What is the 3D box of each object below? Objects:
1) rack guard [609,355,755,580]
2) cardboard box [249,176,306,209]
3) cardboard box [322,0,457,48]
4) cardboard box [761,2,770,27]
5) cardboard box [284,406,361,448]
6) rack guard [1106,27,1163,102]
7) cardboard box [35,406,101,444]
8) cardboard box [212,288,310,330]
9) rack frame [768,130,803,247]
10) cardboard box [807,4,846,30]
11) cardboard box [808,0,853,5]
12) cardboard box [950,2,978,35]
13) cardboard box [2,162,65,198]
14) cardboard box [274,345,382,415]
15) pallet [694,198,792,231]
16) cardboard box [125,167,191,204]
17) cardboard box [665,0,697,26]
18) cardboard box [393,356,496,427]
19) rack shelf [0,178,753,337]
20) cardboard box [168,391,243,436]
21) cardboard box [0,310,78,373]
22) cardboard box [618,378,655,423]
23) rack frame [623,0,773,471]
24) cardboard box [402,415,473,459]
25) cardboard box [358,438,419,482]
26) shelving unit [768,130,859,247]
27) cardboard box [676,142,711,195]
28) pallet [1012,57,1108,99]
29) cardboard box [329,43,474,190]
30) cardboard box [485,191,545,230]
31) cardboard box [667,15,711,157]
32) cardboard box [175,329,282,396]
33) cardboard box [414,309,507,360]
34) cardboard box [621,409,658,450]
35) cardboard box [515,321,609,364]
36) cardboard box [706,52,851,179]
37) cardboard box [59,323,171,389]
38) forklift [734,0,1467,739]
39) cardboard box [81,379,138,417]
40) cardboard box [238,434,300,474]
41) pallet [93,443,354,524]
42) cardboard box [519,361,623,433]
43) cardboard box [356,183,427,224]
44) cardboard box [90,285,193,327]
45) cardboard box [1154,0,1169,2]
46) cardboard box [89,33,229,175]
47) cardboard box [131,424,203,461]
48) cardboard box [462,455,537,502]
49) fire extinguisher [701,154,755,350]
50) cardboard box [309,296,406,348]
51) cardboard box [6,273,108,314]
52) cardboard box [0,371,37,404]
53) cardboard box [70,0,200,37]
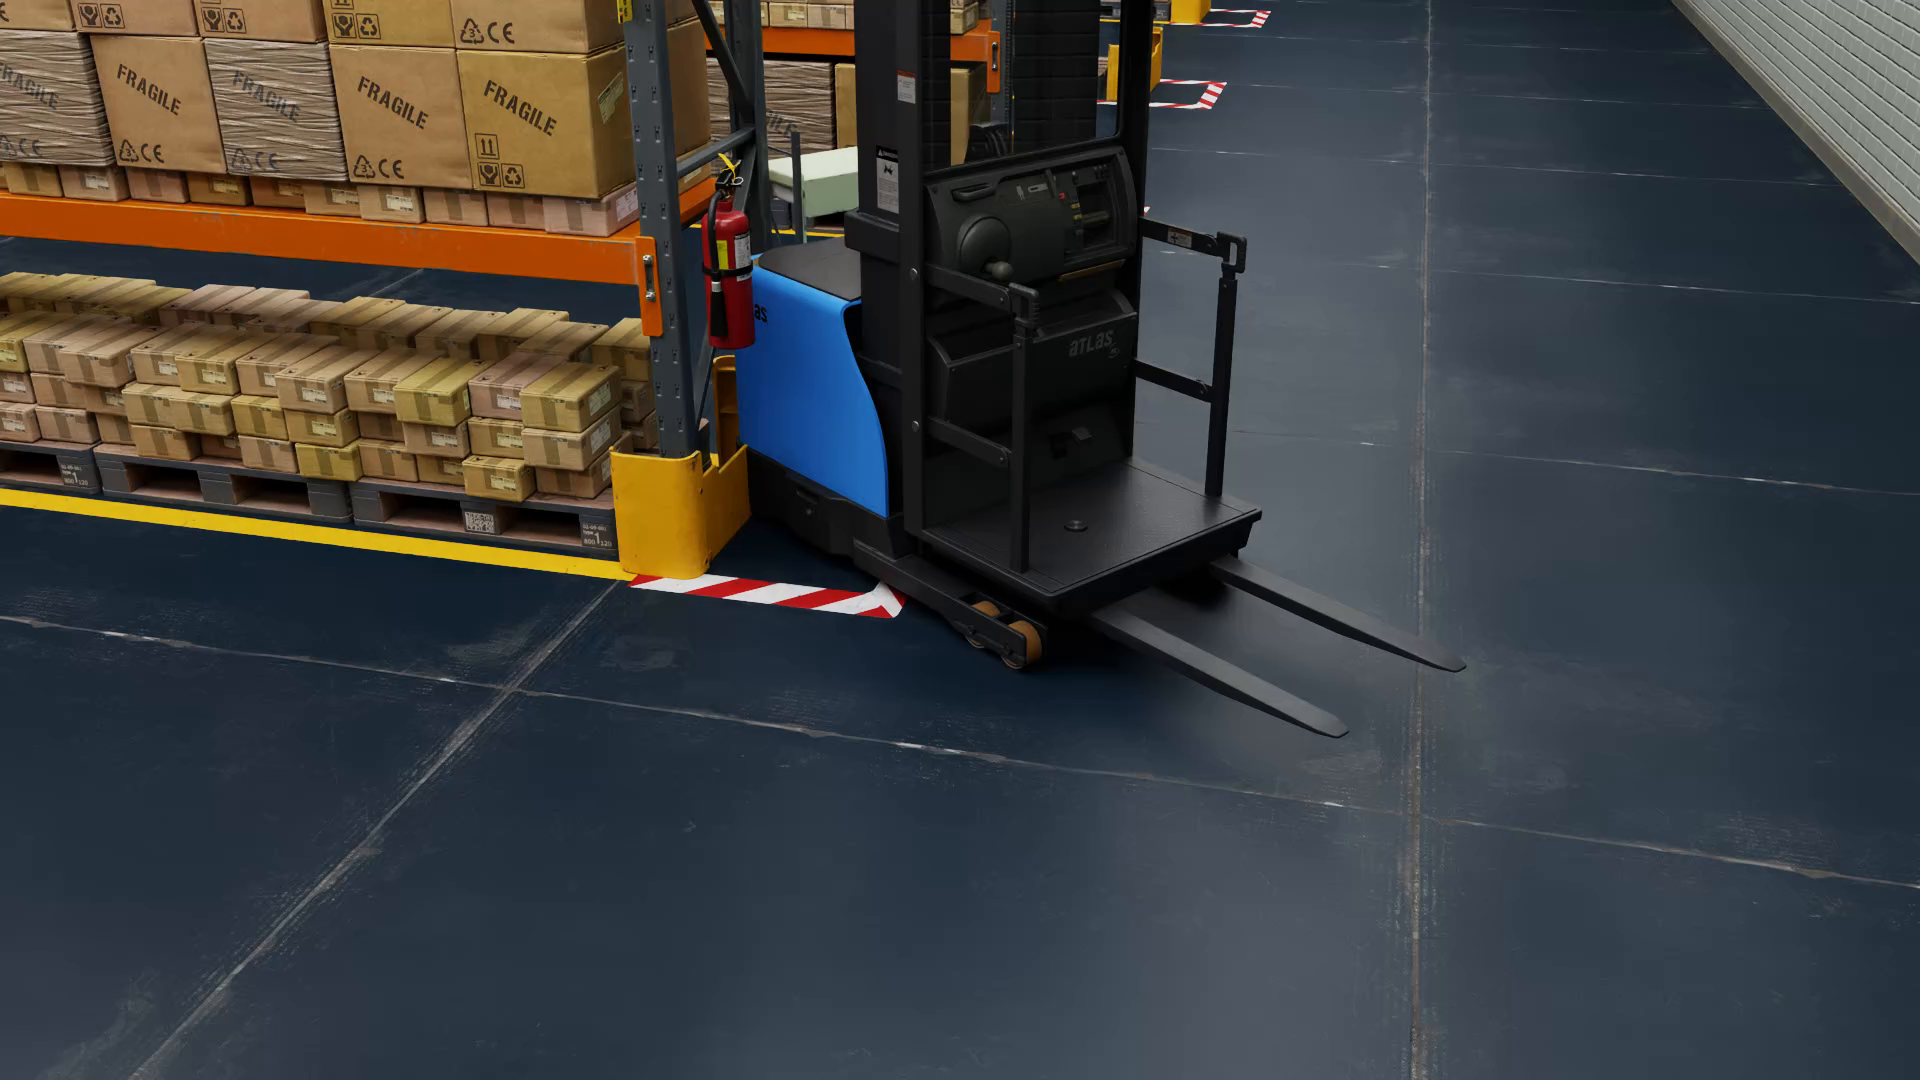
[{"bbox_3d":[-1.035,-0.327,6.856,0.348,0.500,1.175,6,26,13],"label":"rack guard"},{"bbox_3d":[-2.574,-1.426,6.548,0.250,0.149,0.380,5,26,11],"label":"cardboard box"},{"bbox_3d":[-1.958,-2.078,6.001,0.500,0.500,0.500,5,26,11],"label":"cardboard box"},{"bbox_3d":[-1.296,-3.426,10.748,0.250,0.149,0.380,6,26,13],"label":"cardboard box"},{"bbox_3d":[-2.553,-0.527,6.850,0.250,0.149,0.380,7,26,14],"label":"cardboard box"},{"bbox_3d":[1.631,-4.438,15.490,0.348,0.500,1.175,6,26,13],"label":"rack guard"},{"bbox_3d":[-3.794,-0.566,7.277,0.250,0.149,0.380,6,26,12],"label":"cardboard box"},{"bbox_3d":[-3.145,-1.008,7.514,0.250,0.149,0.380,5,26,11],"label":"cardboard box"},{"bbox_3d":[-0.780,-1.043,7.195,0.023,1.500,0.400,-18,31,-34],"label":"rack frame"},{"bbox_3d":[-0.793,-3.371,10.634,0.250,0.149,0.380,7,26,14],"label":"cardboard box"},{"bbox_3d":[-0.655,-3.564,10.576,0.500,0.250,0.500,6,26,12],"label":"cardboard box"},{"bbox_3d":[-0.056,-3.289,10.462,0.250,0.149,0.380,7,26,14],"label":"cardboard box"},{"bbox_3d":[-3.613,-1.507,6.718,0.250,0.149,0.380,7,26,14],"label":"cardboard box"},{"bbox_3d":[-2.558,-0.655,6.773,0.250,0.149,0.380,7,26,15],"label":"cardboard box"},{"bbox_3d":[-1.600,-2.427,11.603,1.213,0.211,1.003,6,26,13],"label":"pallet"},{"bbox_3d":[-3.084,-1.466,6.632,0.250,0.149,0.380,7,26,15],"label":"cardboard box"},{"bbox_3d":[-1.331,-2.237,6.334,0.500,0.500,0.500,6,26,13],"label":"cardboard box"},{"bbox_3d":[-2.049,-0.596,6.647,0.250,0.149,0.380,6,26,12],"label":"cardboard box"},{"bbox_3d":[-2.899,-1.337,6.906,4.000,0.370,1.077,6,26,13],"label":"rack shelf"},{"bbox_3d":[-3.070,-0.580,6.961,0.250,0.149,0.380,7,26,14],"label":"cardboard box"},{"bbox_3d":[-4.045,-0.863,7.209,0.250,0.149,0.380,6,26,12],"label":"cardboard box"},{"bbox_3d":[-1.405,-0.647,7.102,0.250,0.149,0.380,7,26,15],"label":"cardboard box"},{"bbox_3d":[-0.962,-1.448,6.302,0.127,3.000,1.000,6,26,13],"label":"rack frame"},{"bbox_3d":[-2.048,-0.477,6.745,0.250,0.149,0.380,5,26,11],"label":"cardboard box"},{"bbox_3d":[-2.275,-0.390,6.908,0.250,0.149,0.380,7,26,14],"label":"cardboard box"},{"bbox_3d":[-0.491,-1.139,7.398,0.755,1.500,0.431,-18,31,-34],"label":"shelving unit"},{"bbox_3d":[-1.194,-1.506,6.715,0.250,0.149,0.380,6,26,13],"label":"cardboard box"},{"bbox_3d":[0.816,-4.409,15.766,1.213,0.211,1.003,6,26,13],"label":"pallet"},{"bbox_3d":[-1.959,-1.626,6.212,0.500,0.500,0.500,6,26,12],"label":"cardboard box"},{"bbox_3d":[-1.580,-1.294,6.270,0.250,0.149,0.380,6,26,13],"label":"cardboard box"},{"bbox_3d":[-1.328,-1.790,6.559,0.500,0.500,0.500,8,26,15],"label":"cardboard box"},{"bbox_3d":[-3.047,-0.746,6.963,0.250,0.149,0.380,6,26,13],"label":"cardboard box"},{"bbox_3d":[-2.155,-0.868,7.220,0.250,0.149,0.380,5,26,10],"label":"cardboard box"},{"bbox_3d":[-1.390,-0.540,7.222,0.250,0.149,0.380,7,26,14],"label":"cardboard box"},{"bbox_3d":[-1.682,-0.796,7.068,0.250,0.149,0.380,7,26,14],"label":"cardboard box"},{"bbox_3d":[-1.150,-2.865,11.261,0.875,0.875,0.875,6,26,13],"label":"cardboard box"},{"bbox_3d":[-3.560,-0.784,7.042,0.250,0.149,0.380,7,26,14],"label":"cardboard box"},{"bbox_3d":[0.406,-1.089,5.703,1.129,2.867,3.031,-20,32,-36],"label":"forklift"},{"bbox_3d":[-3.531,-0.671,7.151,0.250,0.149,0.380,8,26,15],"label":"cardboard box"},{"bbox_3d":[-2.797,-0.429,6.990,0.250,0.149,0.380,7,26,14],"label":"cardboard box"},{"bbox_3d":[-2.991,-0.430,7.408,1.213,0.211,1.003,6,26,13],"label":"pallet"},{"bbox_3d":[-1.538,-0.570,6.594,0.250,0.149,0.380,7,26,14],"label":"cardboard box"},{"bbox_3d":[-2.079,-1.332,6.351,0.250,0.149,0.380,7,26,14],"label":"cardboard box"},{"bbox_3d":[-3.694,-1.023,7.544,0.250,0.149,0.380,7,26,15],"label":"cardboard box"},{"bbox_3d":[2.254,-6.651,19.627,0.500,0.500,0.500,6,26,13],"label":"cardboard box"},{"bbox_3d":[-2.932,-1.733,6.439,0.500,0.500,0.500,8,27,16],"label":"cardboard box"},{"bbox_3d":[-3.296,-0.484,7.104,0.250,0.149,0.380,6,26,12],"label":"cardboard box"},{"bbox_3d":[-1.798,-0.305,6.729,0.250,0.149,0.380,7,26,15],"label":"cardboard box"},{"bbox_3d":[-0.833,-1.025,5.938,0.183,0.674,0.296,6,26,13],"label":"fire extinguisher"},{"bbox_3d":[-2.664,-0.949,7.390,0.250,0.149,0.380,7,26,14],"label":"cardboard box"},{"bbox_3d":[-4.169,-1.107,7.721,0.250,0.149,0.380,7,26,14],"label":"cardboard box"},{"bbox_3d":[-4.052,-0.740,7.297,0.250,0.149,0.380,6,26,13],"label":"cardboard box"},{"bbox_3d":[-2.977,-2.186,6.226,0.500,0.500,0.500,5,26,11],"label":"cardboard box"}]
